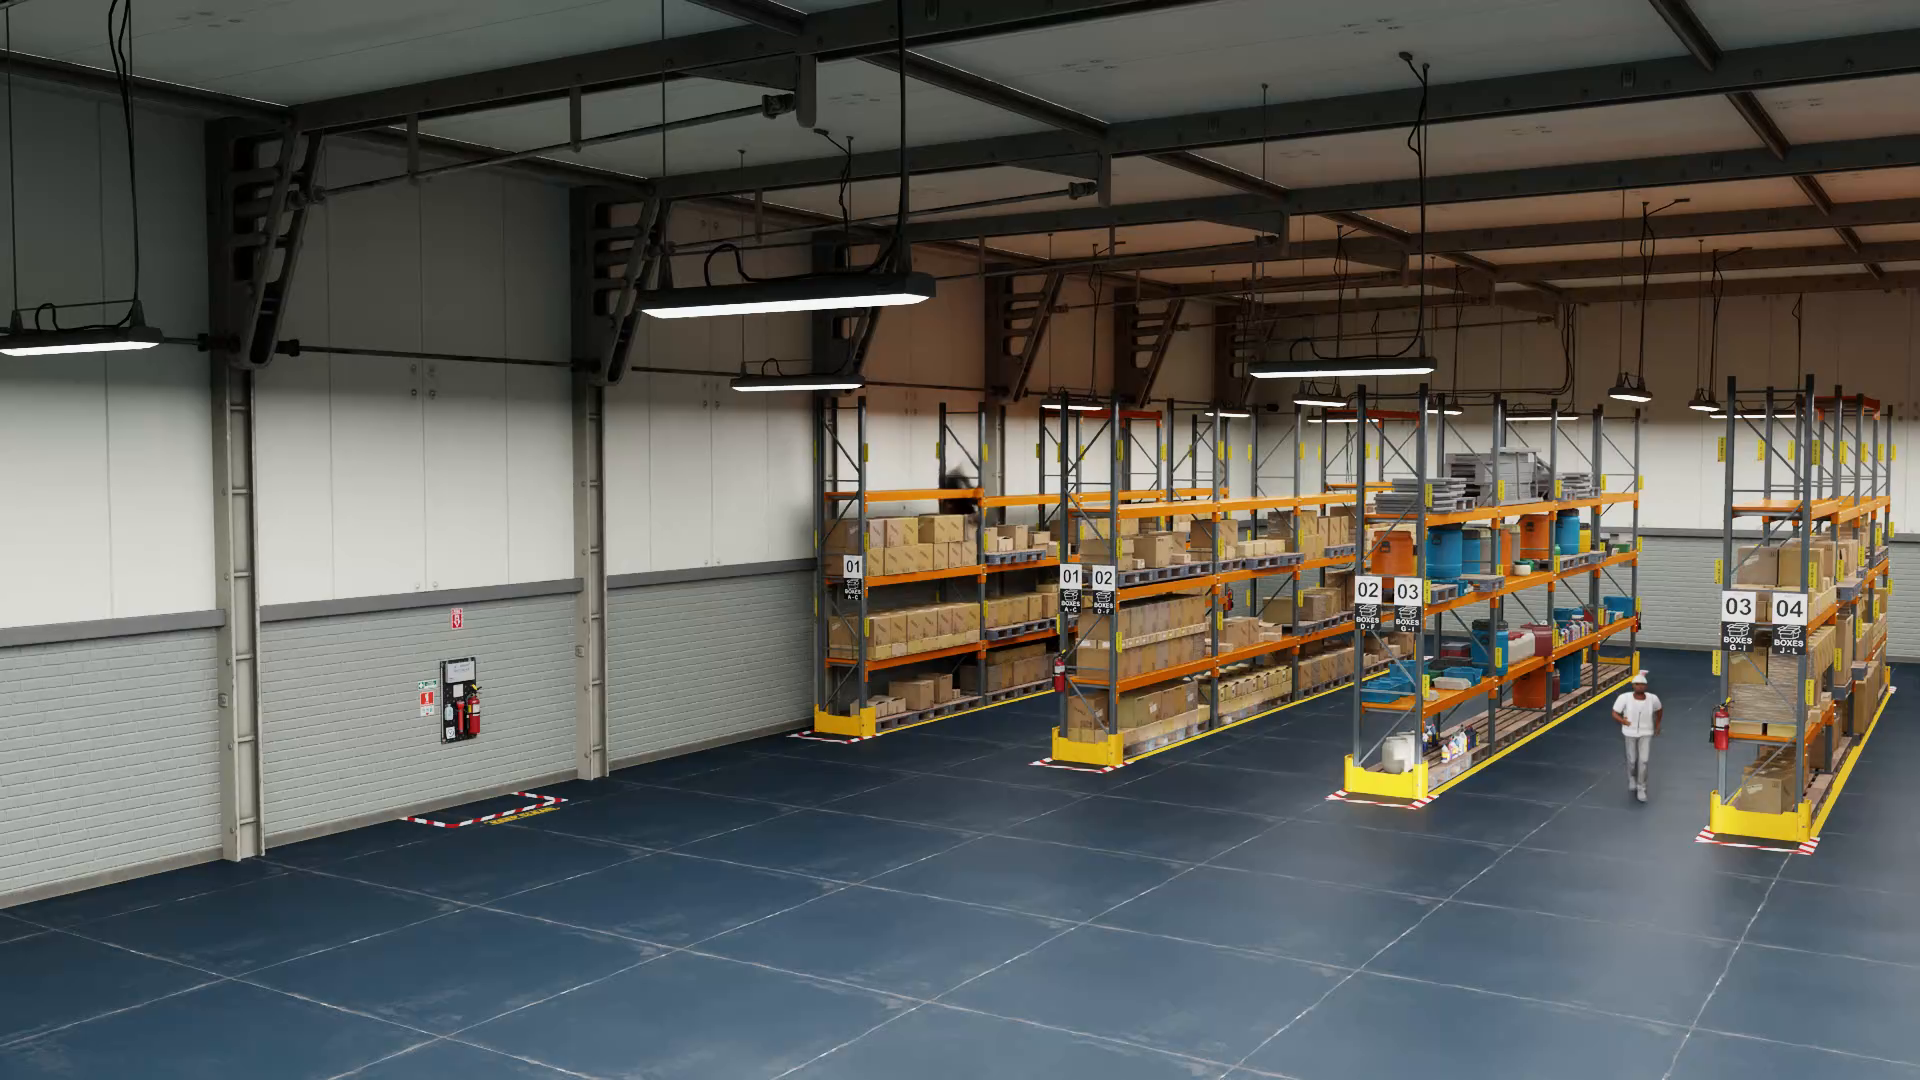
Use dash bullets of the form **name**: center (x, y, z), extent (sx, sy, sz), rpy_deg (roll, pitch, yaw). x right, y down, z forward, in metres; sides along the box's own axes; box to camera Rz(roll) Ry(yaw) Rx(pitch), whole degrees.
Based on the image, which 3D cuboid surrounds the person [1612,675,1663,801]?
- **person**: center (9.844, 2.835, 24.187), extent (0.693, 1.770, 0.922), rpy_deg (1, 3, 21)
